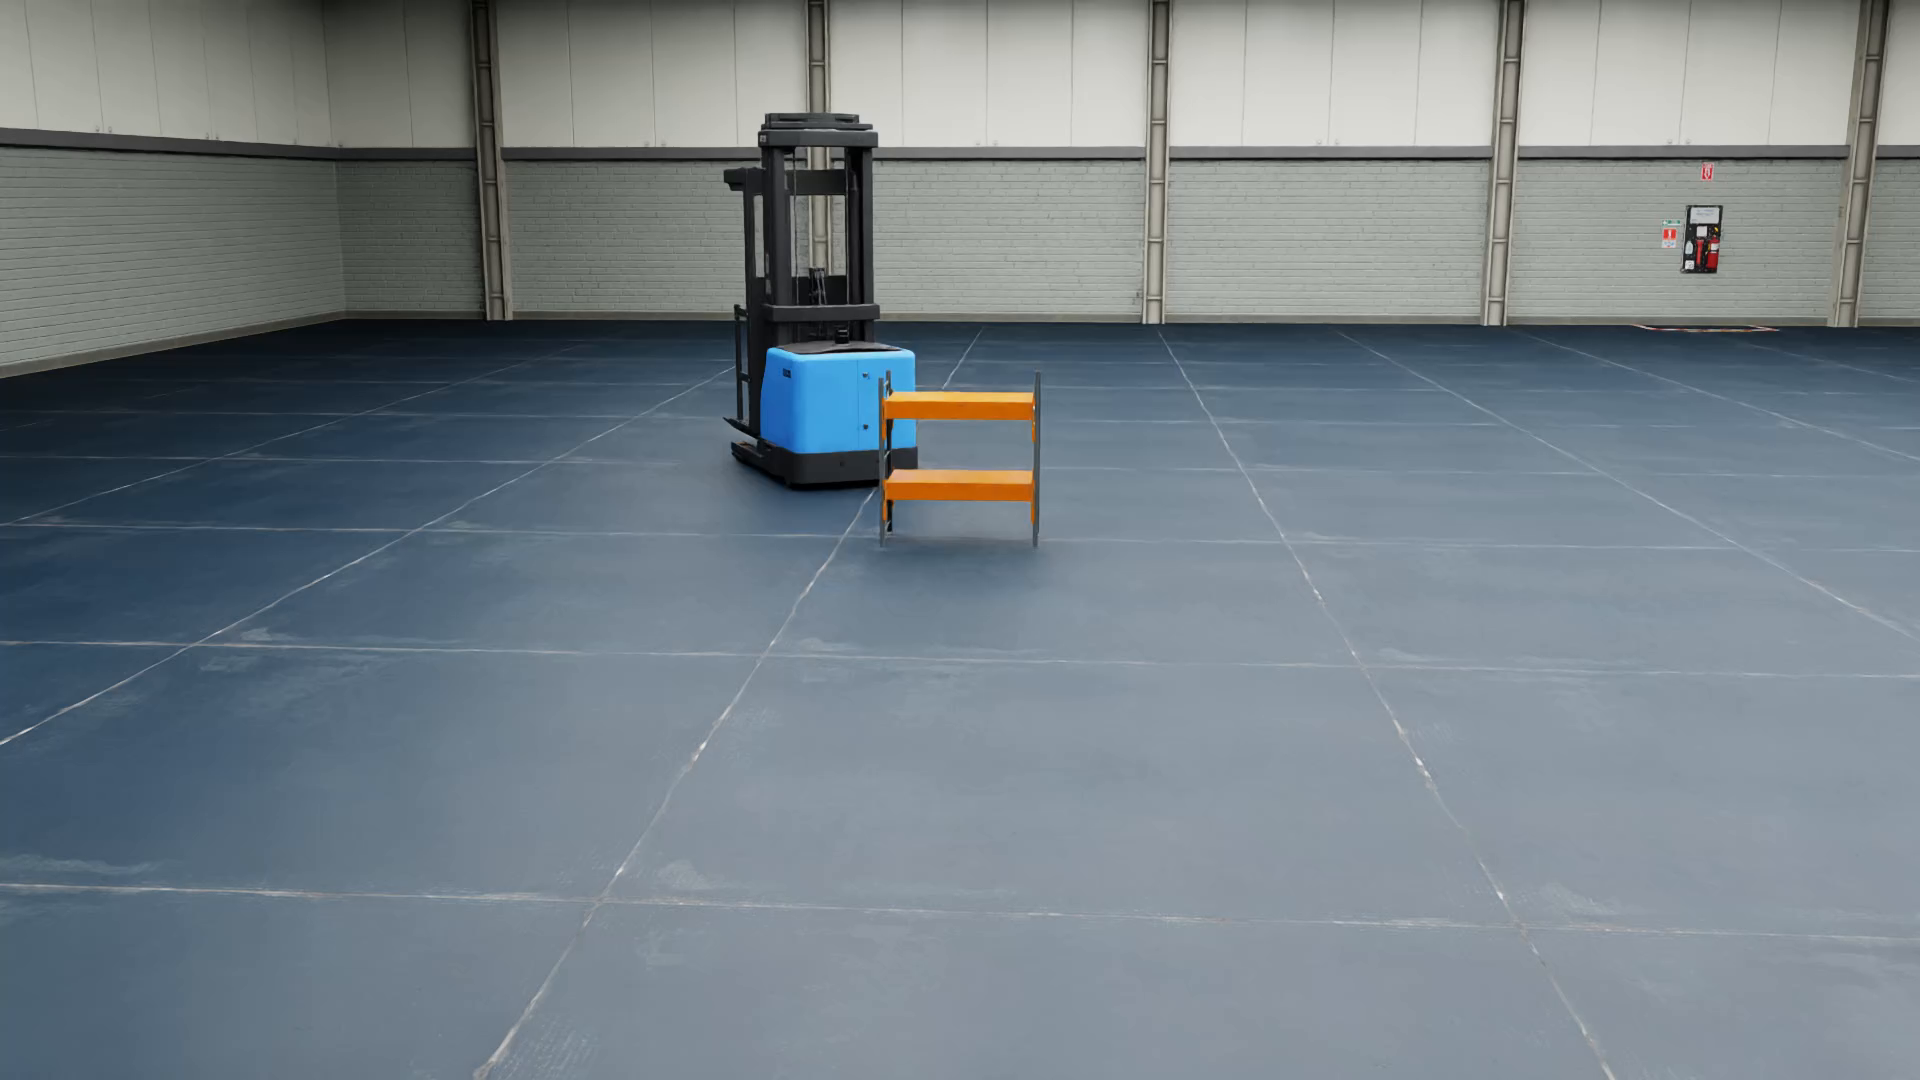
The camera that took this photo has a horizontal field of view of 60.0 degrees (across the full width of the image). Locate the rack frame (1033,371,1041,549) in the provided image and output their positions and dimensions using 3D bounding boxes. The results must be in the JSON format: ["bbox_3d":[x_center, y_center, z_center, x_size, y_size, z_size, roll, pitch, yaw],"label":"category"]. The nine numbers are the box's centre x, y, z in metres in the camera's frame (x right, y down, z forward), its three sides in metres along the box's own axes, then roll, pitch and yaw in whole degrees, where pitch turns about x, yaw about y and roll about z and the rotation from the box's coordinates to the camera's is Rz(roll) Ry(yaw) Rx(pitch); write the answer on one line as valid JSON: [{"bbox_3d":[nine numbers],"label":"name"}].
[{"bbox_3d":[0.514,-0.544,11.119,0.032,1.125,0.500,1,12,4],"label":"rack frame"}]

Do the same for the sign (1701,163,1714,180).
[{"bbox_3d":[12.987,-6.404,28.893,0.199,0.298,0.001,1,12,4],"label":"sign"}]

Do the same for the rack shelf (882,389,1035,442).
[{"bbox_3d":[0.007,-0.837,11.093,1.000,0.278,0.538,1,12,4],"label":"rack shelf"}]

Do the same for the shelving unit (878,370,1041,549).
[{"bbox_3d":[0.007,-0.550,11.152,1.048,1.125,0.538,1,12,4],"label":"shelving unit"}]

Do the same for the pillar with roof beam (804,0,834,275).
[{"bbox_3d":[-2.796,-7.510,25.193,0.400,9.000,9.100,1,12,4],"label":"pillar with roof beam"}]

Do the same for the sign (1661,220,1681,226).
[{"bbox_3d":[12.448,-5.552,29.103,0.331,0.109,0.001,1,12,4],"label":"sign"}]

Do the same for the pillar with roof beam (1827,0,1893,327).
[{"bbox_3d":[15.164,-7.264,24.015,0.400,9.000,9.100,1,12,4],"label":"pillar with roof beam"}]

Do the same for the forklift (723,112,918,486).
[{"bbox_3d":[-1.363,-2.124,14.262,1.130,2.935,3.031,-5,13,-22],"label":"forklift"}]

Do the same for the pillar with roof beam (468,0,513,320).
[{"bbox_3d":[-8.782,-7.592,25.585,0.400,9.000,9.100,1,12,4],"label":"pillar with roof beam"}]

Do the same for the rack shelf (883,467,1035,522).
[{"bbox_3d":[0.007,-0.311,11.203,1.000,0.278,0.538,1,12,4],"label":"rack shelf"}]

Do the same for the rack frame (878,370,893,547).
[{"bbox_3d":[-0.500,-0.557,11.186,0.032,1.125,0.500,1,12,4],"label":"rack frame"}]

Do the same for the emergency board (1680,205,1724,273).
[{"bbox_3d":[12.989,-5.249,29.033,0.643,1.169,0.194,1,12,4],"label":"emergency board"}]

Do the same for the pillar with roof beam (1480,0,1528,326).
[{"bbox_3d":[9.177,-7.346,24.408,0.400,9.000,9.100,1,12,4],"label":"pillar with roof beam"}]

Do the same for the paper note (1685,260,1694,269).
[{"bbox_3d":[12.817,-4.834,29.202,0.142,0.148,0.016,1,12,4],"label":"paper note"}]

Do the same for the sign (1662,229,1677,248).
[{"bbox_3d":[12.444,-5.295,29.166,0.234,0.329,0.001,1,12,4],"label":"sign"}]

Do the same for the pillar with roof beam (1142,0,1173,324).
[{"bbox_3d":[3.191,-7.428,24.800,0.400,9.000,9.100,1,12,4],"label":"pillar with roof beam"}]
